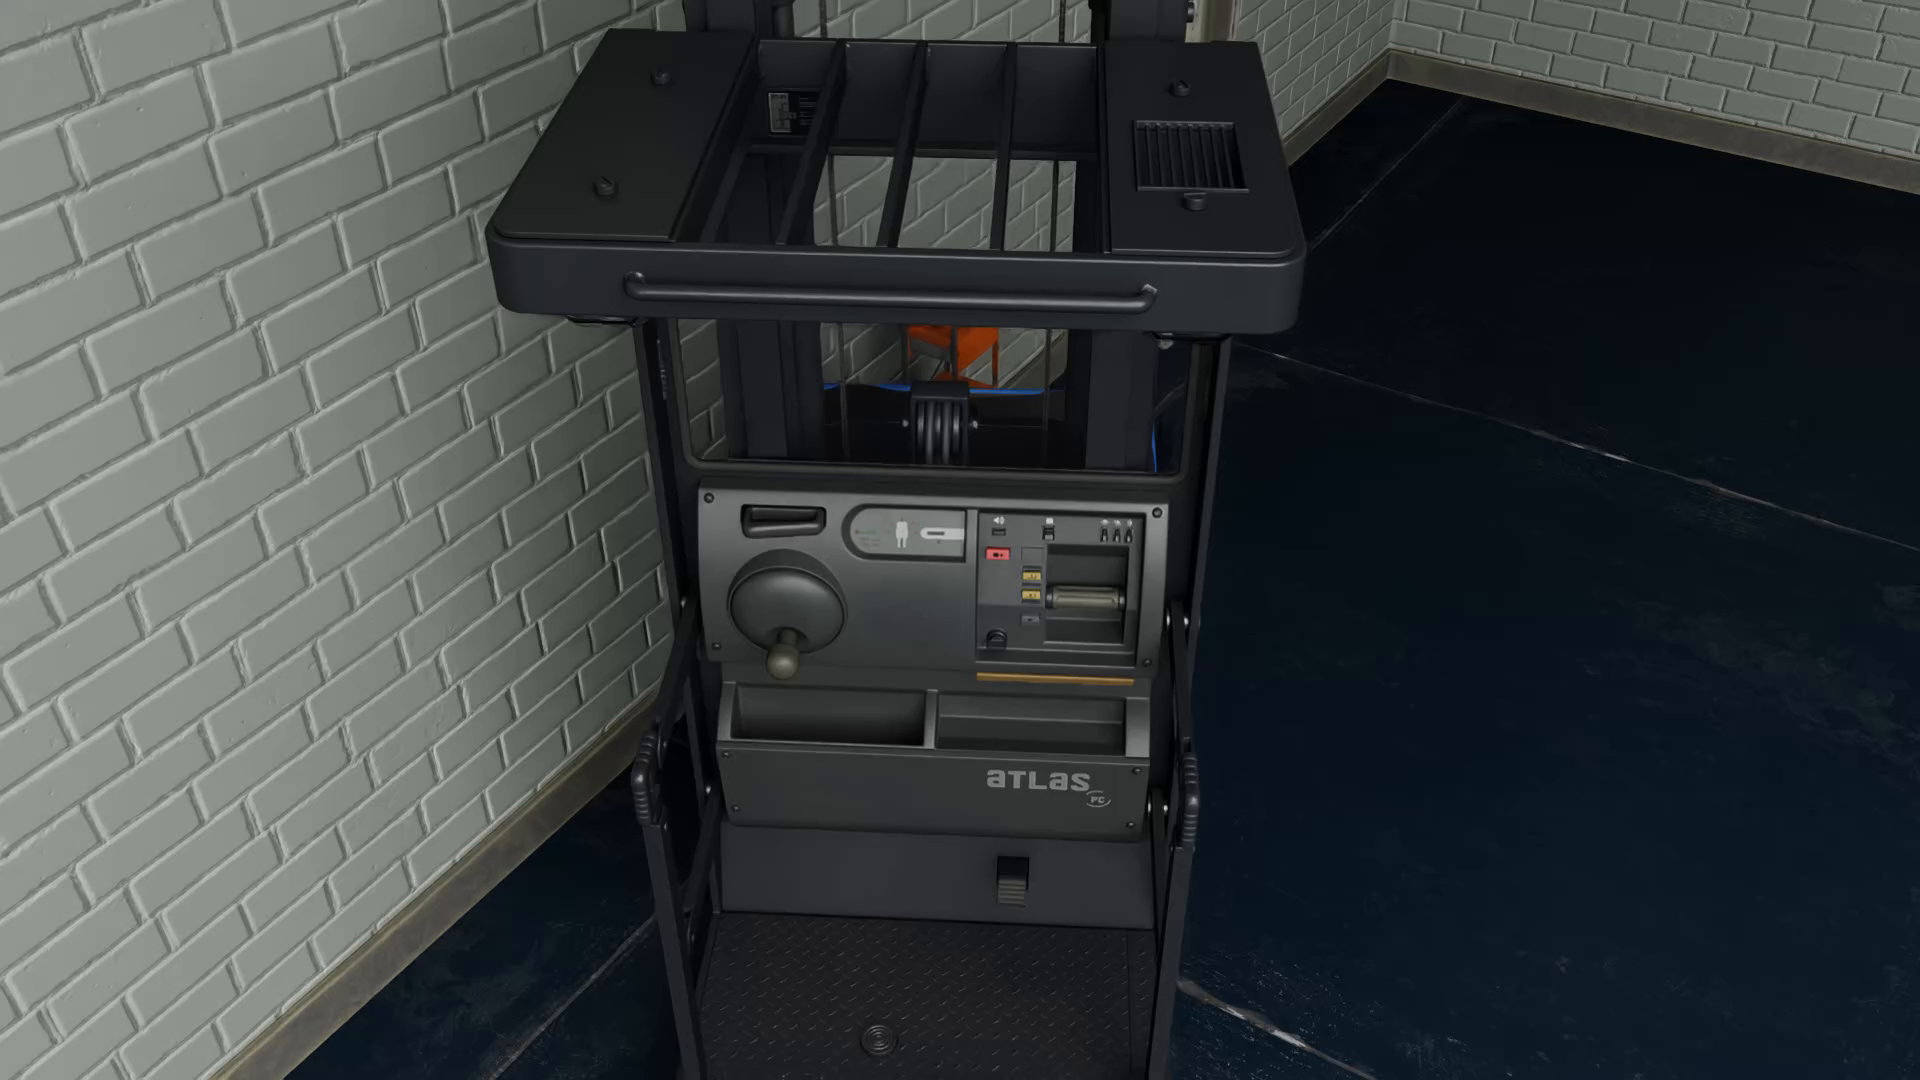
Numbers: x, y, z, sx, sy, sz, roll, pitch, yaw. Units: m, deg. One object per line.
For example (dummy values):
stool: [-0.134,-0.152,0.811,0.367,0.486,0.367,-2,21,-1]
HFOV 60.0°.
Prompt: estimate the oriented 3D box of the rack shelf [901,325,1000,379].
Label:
rack shelf: [-0.029,-0.605,5.227,0.215,0.259,0.240,21,42,25]

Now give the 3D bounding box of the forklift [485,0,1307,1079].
forklift: [-0.067,0.160,3.142,1.130,2.935,3.031,2,38,3]

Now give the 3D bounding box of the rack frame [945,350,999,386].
rack frame: [0.037,-0.451,5.475,0.200,1.050,0.008,21,42,25]

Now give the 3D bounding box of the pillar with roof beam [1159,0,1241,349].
pillar with roof beam: [4.451,-3.083,2.378,9.100,9.000,0.400,21,42,25]

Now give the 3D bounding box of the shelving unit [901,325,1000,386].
shelving unit: [-0.029,-0.388,5.394,0.215,1.050,0.252,21,42,25]

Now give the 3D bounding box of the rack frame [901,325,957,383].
rack frame: [-0.094,-0.325,5.312,0.200,1.050,0.008,21,42,25]

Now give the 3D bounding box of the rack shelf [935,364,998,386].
rack shelf: [-0.029,-0.380,5.400,0.215,0.259,0.240,21,42,25]
